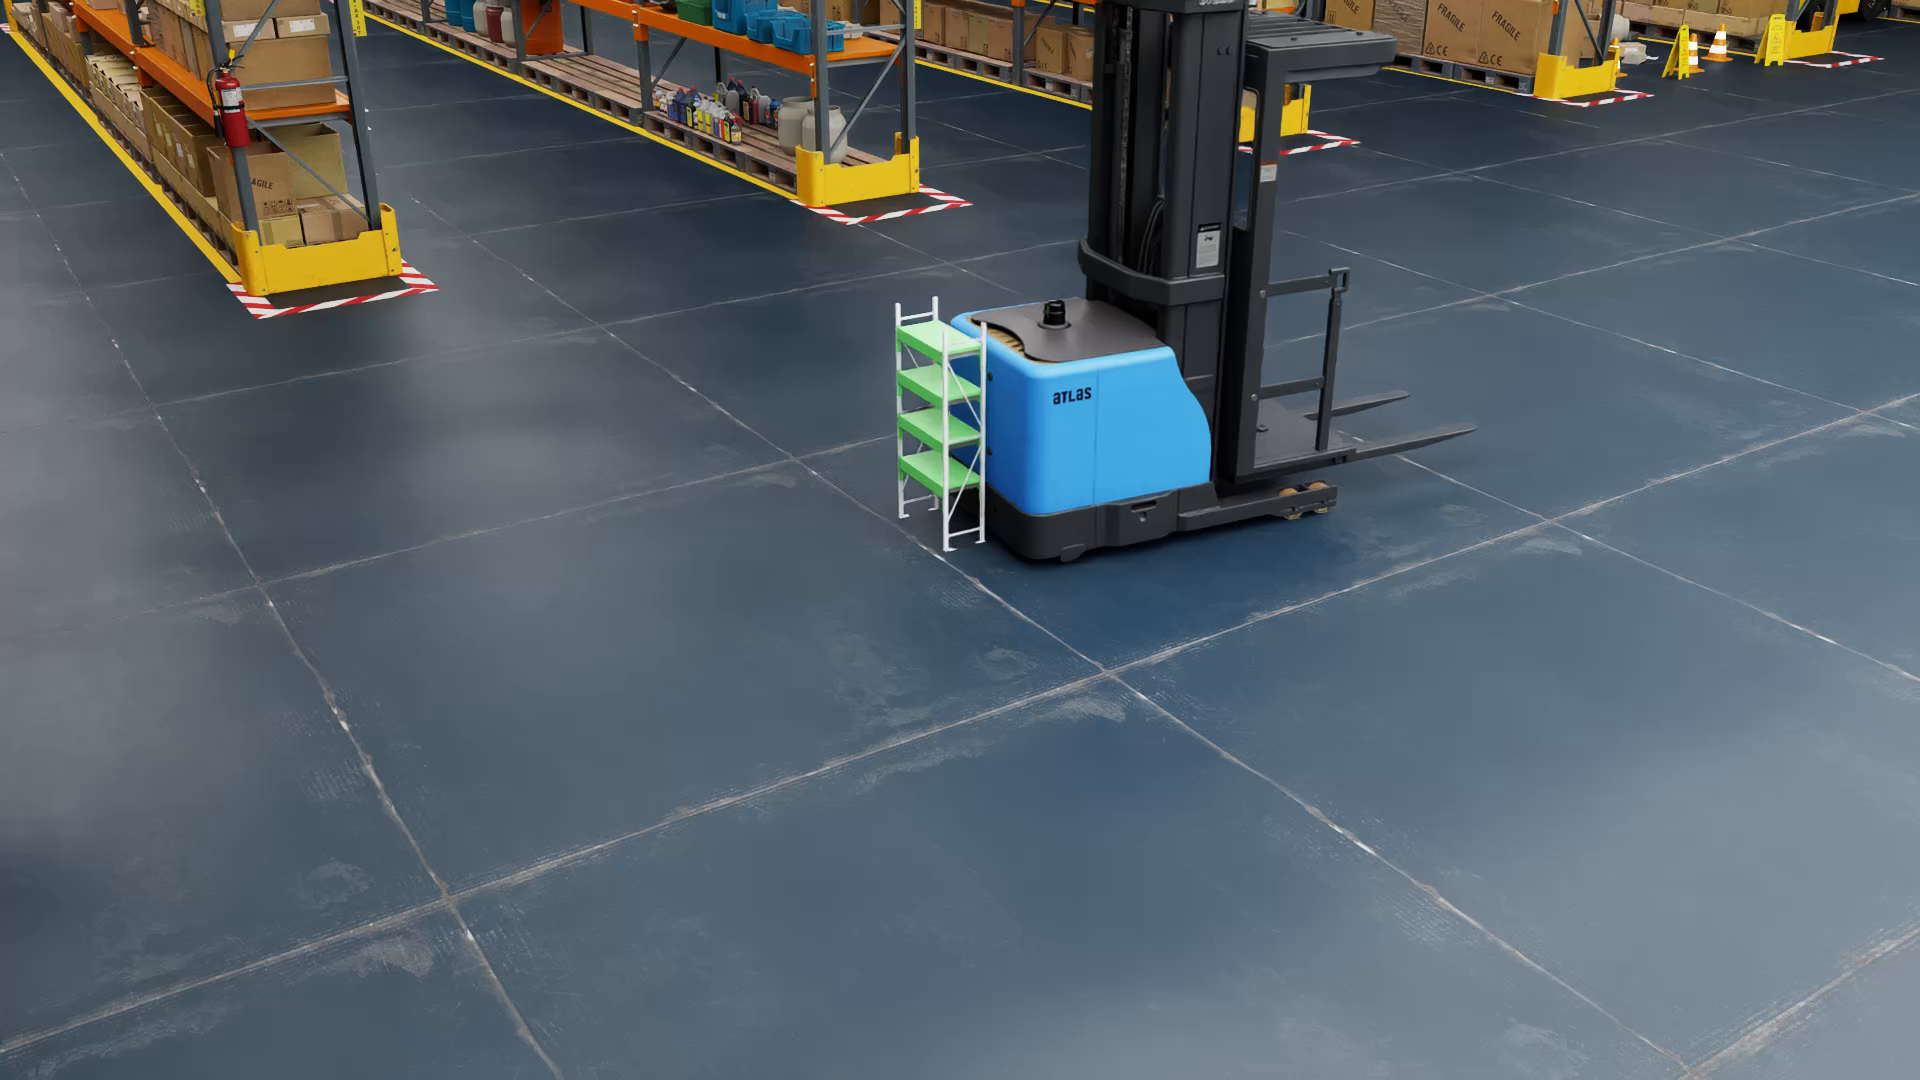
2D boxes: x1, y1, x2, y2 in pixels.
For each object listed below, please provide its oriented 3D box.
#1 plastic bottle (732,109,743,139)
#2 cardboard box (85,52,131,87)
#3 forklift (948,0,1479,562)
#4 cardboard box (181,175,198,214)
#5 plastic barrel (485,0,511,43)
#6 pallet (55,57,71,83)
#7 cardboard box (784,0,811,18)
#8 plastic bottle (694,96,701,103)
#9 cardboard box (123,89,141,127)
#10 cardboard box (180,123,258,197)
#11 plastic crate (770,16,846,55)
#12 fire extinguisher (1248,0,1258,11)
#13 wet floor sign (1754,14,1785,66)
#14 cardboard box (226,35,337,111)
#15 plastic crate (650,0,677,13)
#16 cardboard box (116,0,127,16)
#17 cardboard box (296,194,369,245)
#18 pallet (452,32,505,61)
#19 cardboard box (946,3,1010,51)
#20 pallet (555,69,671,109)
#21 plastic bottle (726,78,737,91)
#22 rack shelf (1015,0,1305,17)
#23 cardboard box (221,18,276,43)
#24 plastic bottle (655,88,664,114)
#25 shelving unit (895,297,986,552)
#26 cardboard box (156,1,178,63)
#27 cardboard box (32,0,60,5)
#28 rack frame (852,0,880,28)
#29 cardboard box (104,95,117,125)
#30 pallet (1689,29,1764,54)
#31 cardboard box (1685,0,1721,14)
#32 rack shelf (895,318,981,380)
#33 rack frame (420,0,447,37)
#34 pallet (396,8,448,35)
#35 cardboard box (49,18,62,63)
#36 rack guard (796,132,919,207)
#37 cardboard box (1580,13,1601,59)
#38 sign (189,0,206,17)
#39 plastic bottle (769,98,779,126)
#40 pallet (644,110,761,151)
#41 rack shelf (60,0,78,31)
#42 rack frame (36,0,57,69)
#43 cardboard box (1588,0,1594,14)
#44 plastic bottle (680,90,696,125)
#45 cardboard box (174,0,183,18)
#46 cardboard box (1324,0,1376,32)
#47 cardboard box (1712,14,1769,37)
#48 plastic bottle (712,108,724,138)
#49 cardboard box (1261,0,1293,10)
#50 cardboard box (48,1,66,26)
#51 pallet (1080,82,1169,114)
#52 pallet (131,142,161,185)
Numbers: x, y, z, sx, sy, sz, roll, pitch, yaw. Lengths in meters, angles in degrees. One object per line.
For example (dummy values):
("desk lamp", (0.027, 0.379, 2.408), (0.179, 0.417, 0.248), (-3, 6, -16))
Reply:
("plastic bottle", (-2.259, -4.213, 16.827), (0.061, 0.283, 0.133), (-16, 29, -30))
("cardboard box", (-9.343, -5.219, 18.363), (0.500, 0.311, 0.500), (-14, 29, -28))
("forklift", (1.489, -1.626, 8.761), (3.031, 2.935, 1.130), (-11, 28, -23))
("cardboard box", (-6.385, -3.016, 14.354), (0.500, 0.250, 0.500), (-16, 29, -30))
("plastic barrel", (-6.128, -7.102, 22.612), (0.600, 0.588, 0.708), (-16, 29, -30))
("pallet", (-11.091, -6.162, 21.555), (1.003, 0.211, 1.213), (-16, 29, -30))
("cardboard box", (-1.920, -8.383, 24.991), (1.225, 0.875, 0.875), (-15, 29, -29))
("plastic bottle", (-2.774, -4.553, 17.561), (0.097, 0.271, 0.097), (0, 25, 0))
("cardboard box", (-7.950, -4.306, 16.430), (0.500, 0.311, 0.500), (-15, 29, -28))
("cardboard box", (-6.116, -3.175, 13.813), (0.500, 0.500, 0.500), (-16, 29, -30))
("plastic crate", (-1.387, -4.608, 15.171), (0.499, 0.251, 0.616), (-16, 29, -30))
("fire extinguisher", (2.963, -5.537, 17.055), (0.296, 0.674, 0.183), (-16, 29, -30))
("wet floor sign", (10.797, -6.648, 22.076), (0.267, 0.644, 0.232), (-6, 26, -12))
("cardboard box", (-5.260, -3.628, 12.804), (0.700, 0.500, 0.500), (-16, 29, -30))
("plastic crate", (-2.868, -5.752, 17.493), (0.767, 0.338, 0.504), (-16, 29, -30))
("cardboard box", (-8.453, -5.723, 17.242), (0.500, 0.500, 0.500), (-17, 30, -32))
("cardboard box", (-5.122, -2.603, 13.479), (0.500, 0.250, 0.500), (-16, 29, -30))
("pallet", (-6.358, -6.874, 23.065), (1.003, 0.211, 1.213), (-16, 29, -30))
("cardboard box", (0.235, -6.819, 22.094), (0.700, 0.500, 0.500), (-18, 31, -34))
("pallet", (-4.178, -5.444, 20.035), (1.003, 0.211, 1.213), (-16, 29, -30))
("plastic bottle", (-2.454, -4.834, 18.065), (0.144, 0.351, 0.185), (-16, 30, -31))
("rack shelf", (2.195, -6.110, 19.022), (1.077, 0.370, 4.000), (-16, 29, -30))
("cardboard box", (-5.384, -3.844, 12.501), (0.380, 0.149, 0.250), (-16, 30, -30))
("plastic bottle", (-3.240, -4.746, 17.969), (0.097, 0.271, 0.097), (0, 25, 0))
("shelving unit", (-0.101, -0.598, 8.611), (0.258, 1.200, 0.503), (-14, 29, -27))
("cardboard box", (-6.658, -4.544, 14.745), (0.700, 0.500, 0.500), (-16, 30, -30))
("cardboard box", (-12.596, -7.446, 23.418), (0.797, 0.503, 0.637), (-16, 29, -30))
("rack frame", (-1.081, -8.581, 23.414), (1.000, 3.000, 0.127), (-16, 29, -30))
("cardboard box", (-8.779, -4.601, 17.711), (0.500, 0.250, 0.500), (-16, 30, -31))
("pallet", (11.134, -7.095, 23.531), (1.003, 0.211, 1.213), (-16, 29, -30))
("cardboard box", (10.646, -7.727, 23.454), (0.500, 0.500, 0.500), (-14, 29, -28))
("rack shelf", (-0.101, -0.974, 8.434), (0.258, 0.148, 0.480), (-14, 29, -27))
("rack frame", (-7.414, -8.858, 24.000), (1.000, 3.000, 0.127), (-16, 29, -30))
("pallet", (-7.848, -7.851, 25.133), (1.003, 0.211, 1.213), (-16, 29, -30))
("cardboard box", (-11.206, -6.355, 21.112), (0.500, 0.500, 0.500), (-15, 29, -29))
("rack guard", (-0.944, -3.452, 15.476), (1.175, 0.500, 0.348), (-16, 29, -30))
("cardboard box", (8.510, -6.939, 22.859), (0.637, 0.503, 0.797), (7, 26, 15))
("sign", (-5.478, -3.922, 11.911), (0.100, 0.325, 0.005), (-16, 29, -30))
("plastic bottle", (-1.944, -4.483, 17.413), (0.097, 0.271, 0.097), (0, 25, 0))
("pallet", (-2.715, -4.486, 18.005), (1.003, 0.211, 1.213), (-16, 29, -30))
("rack shelf", (-10.475, -6.664, 20.196), (1.077, 0.370, 4.000), (-16, 29, -30))
("rack frame", (-11.566, -7.705, 21.558), (1.000, 3.000, 0.127), (-16, 29, -30))
("cardboard box", (9.502, -8.133, 25.193), (0.500, 0.250, 0.500), (-17, 30, -32))
("plastic bottle", (-2.851, -4.545, 17.451), (0.144, 0.351, 0.185), (-17, 30, -32))
("cardboard box", (-6.232, -4.398, 13.675), (0.380, 0.149, 0.250), (-16, 30, -30))
("cardboard box", (5.598, -7.258, 22.609), (0.875, 0.875, 0.875), (-15, 29, -29))
("cardboard box", (10.910, -7.211, 23.240), (0.500, 0.250, 0.500), (-16, 29, -30))
("plastic bottle", (-2.424, -4.234, 16.880), (0.152, 0.276, 0.135), (-16, 30, -31))
("cardboard box", (3.331, -5.764, 17.740), (0.380, 0.149, 0.250), (-16, 29, -30))
("cardboard box", (-10.961, -6.525, 20.593), (0.500, 0.250, 0.500), (-15, 29, -29))
("pallet", (2.169, -5.221, 19.562), (1.003, 0.211, 1.213), (-16, 29, -30))
("pallet", (-7.634, -3.837, 16.630), (1.003, 0.211, 1.213), (-16, 29, -30))
